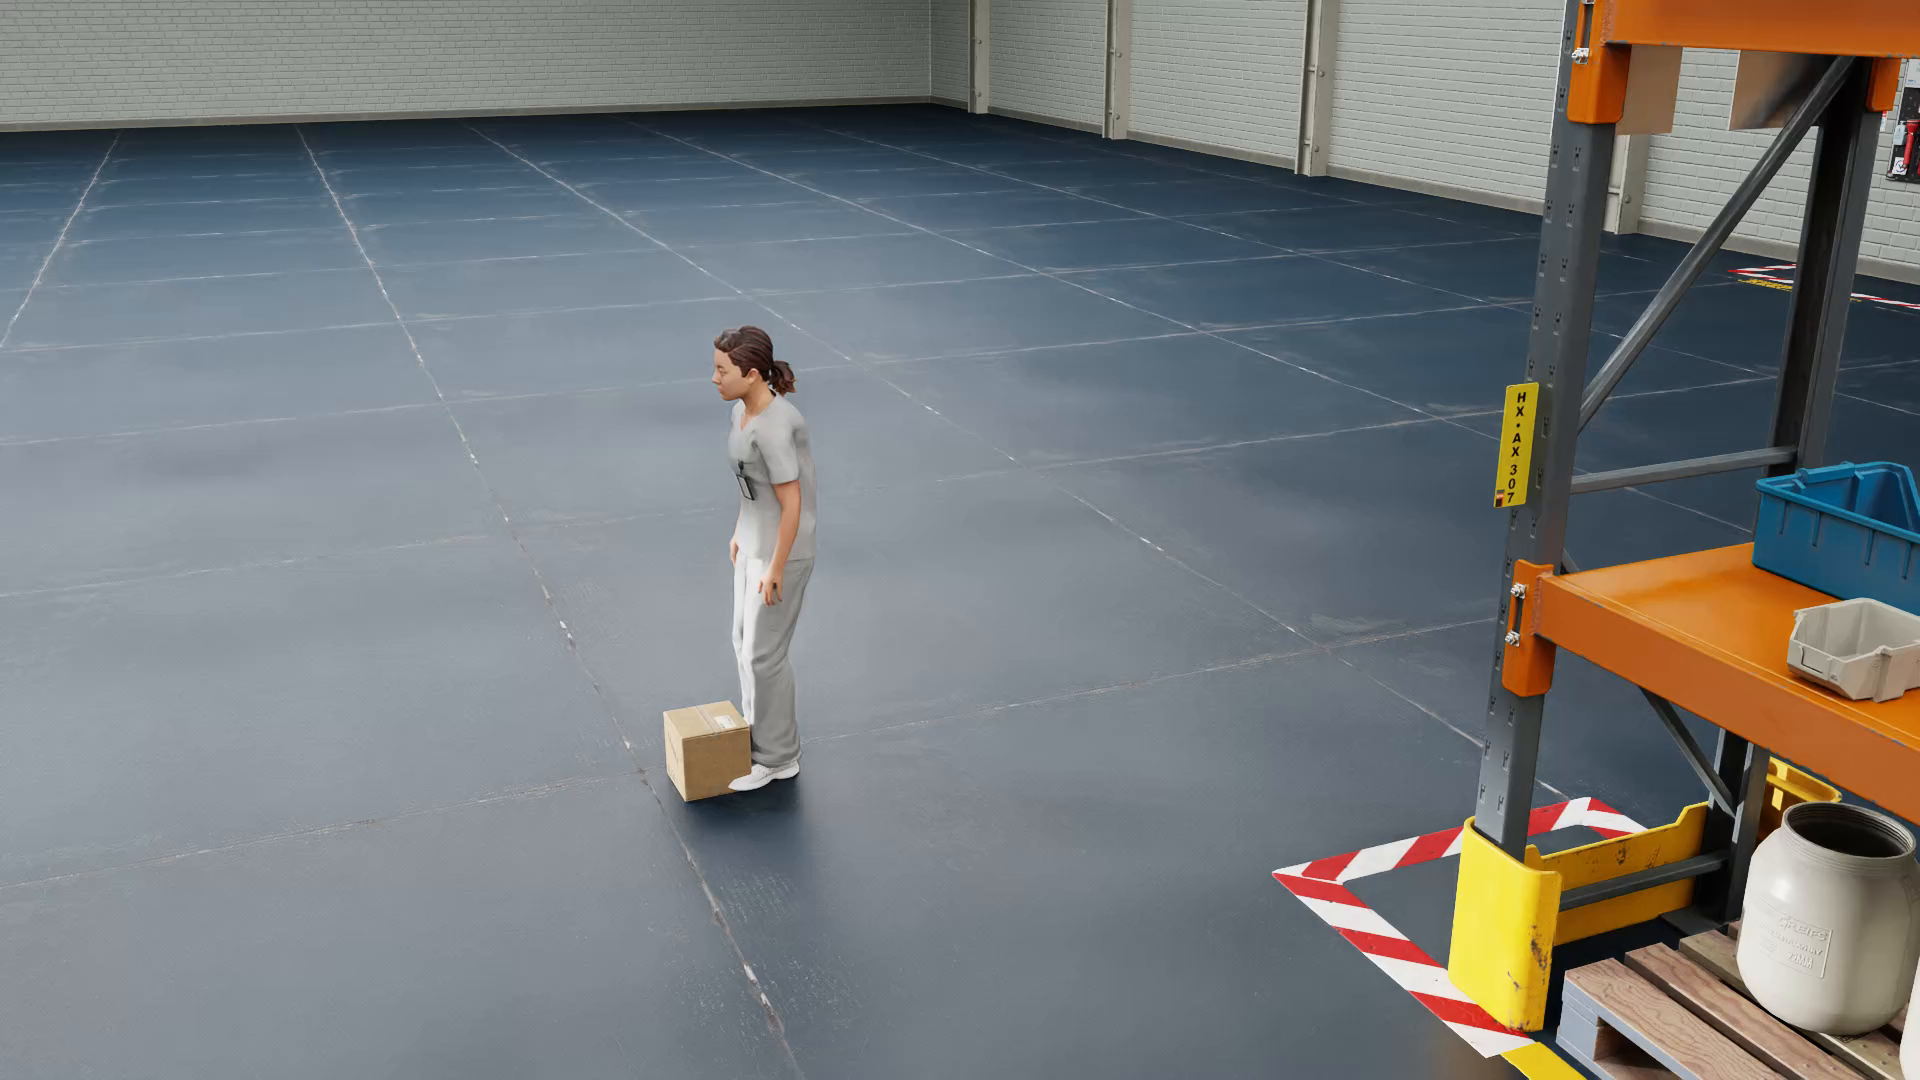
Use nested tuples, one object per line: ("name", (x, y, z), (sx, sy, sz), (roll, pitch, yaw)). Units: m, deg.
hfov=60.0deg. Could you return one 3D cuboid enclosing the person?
("person", (-0.714, 0.058, 5.897), (0.406, 1.673, 0.486), (-8, 20, -22))
